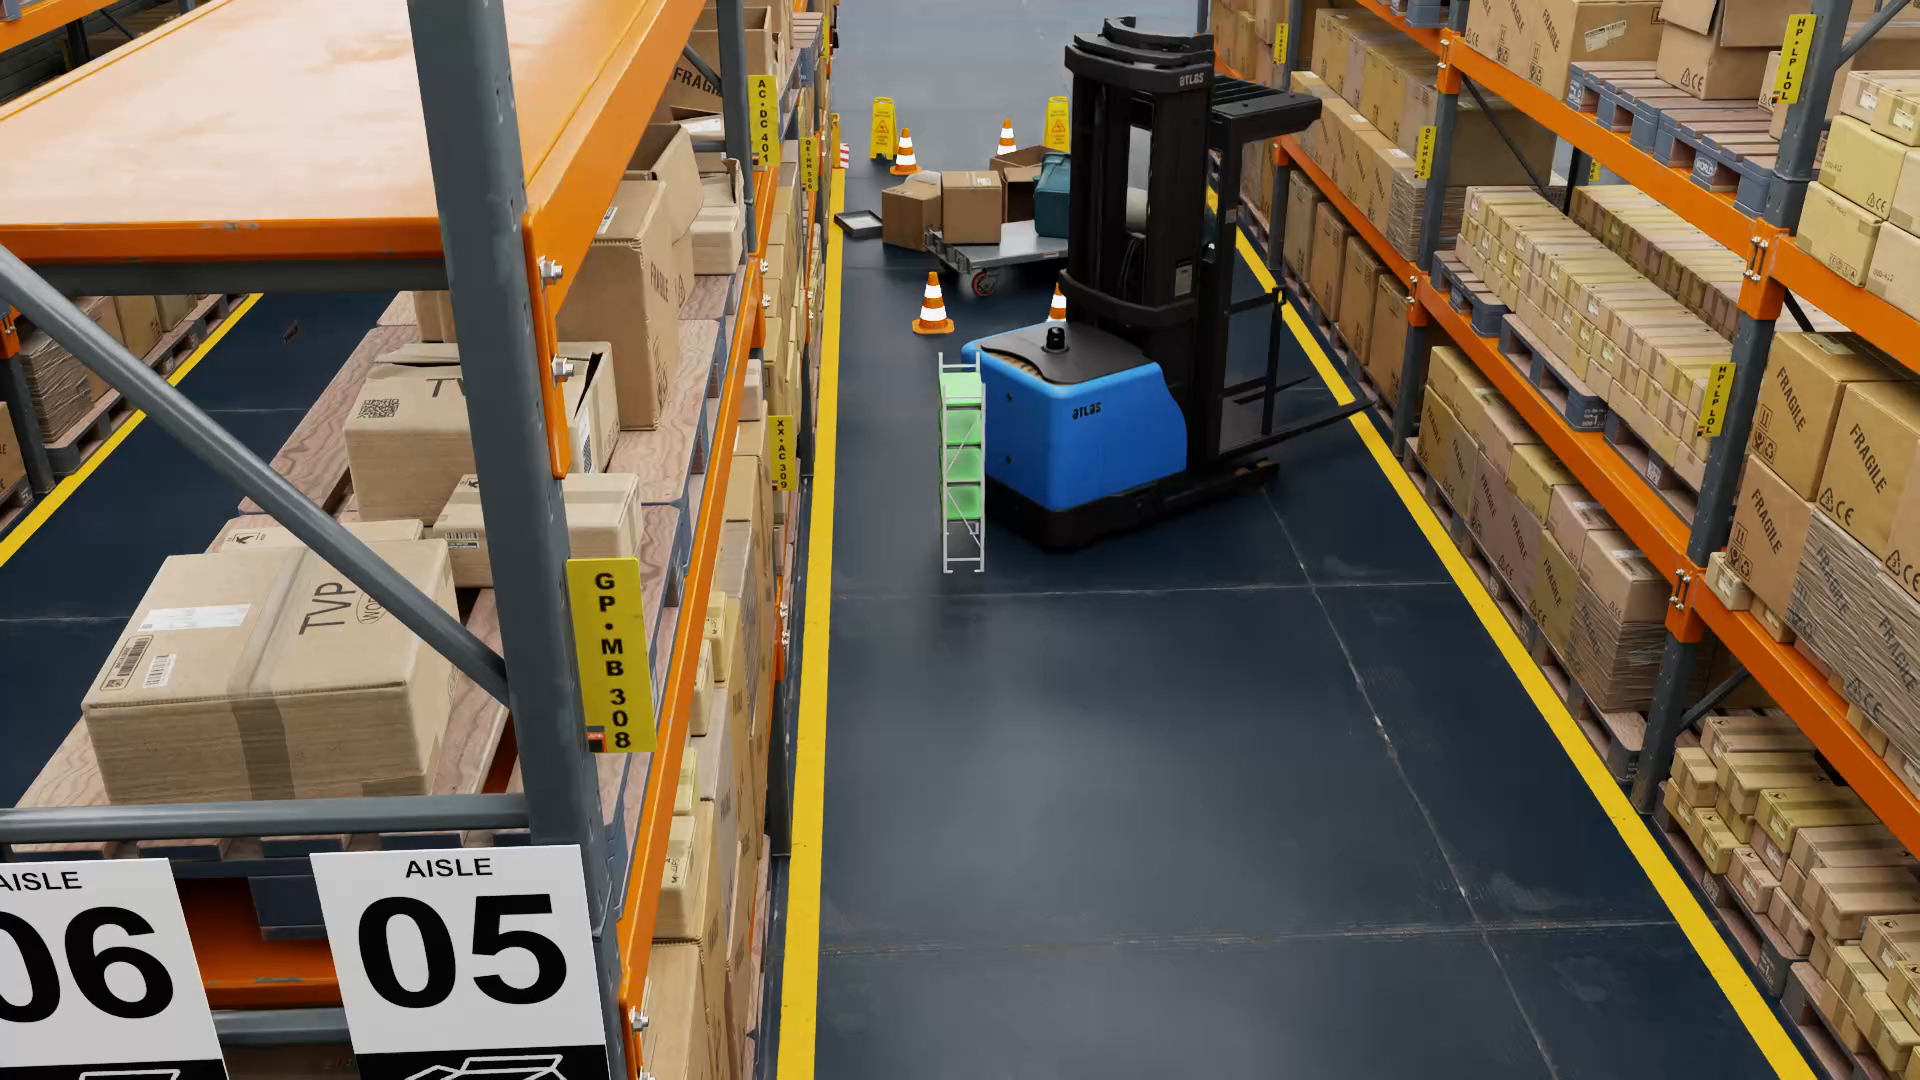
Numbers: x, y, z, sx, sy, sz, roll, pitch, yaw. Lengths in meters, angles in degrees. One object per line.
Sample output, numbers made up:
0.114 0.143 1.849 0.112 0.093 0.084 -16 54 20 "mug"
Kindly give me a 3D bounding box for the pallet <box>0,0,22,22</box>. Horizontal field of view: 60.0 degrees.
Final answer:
-6.555 -3.196 10.094 1.213 0.211 1.003 0 28 0 "pallet"

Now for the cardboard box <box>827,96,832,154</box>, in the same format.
-1.559 -4.149 16.670 0.500 0.500 0.500 0 28 -1 "cardboard box"

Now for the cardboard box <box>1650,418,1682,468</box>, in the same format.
3.440 -0.452 7.691 0.380 0.149 0.250 -1 28 -2 "cardboard box"

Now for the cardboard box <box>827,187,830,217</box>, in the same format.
-1.483 -3.099 15.468 0.500 0.250 0.500 0 28 0 "cardboard box"

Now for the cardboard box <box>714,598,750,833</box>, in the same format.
-0.892 0.512 4.835 0.500 0.500 0.500 -1 28 -2 "cardboard box"

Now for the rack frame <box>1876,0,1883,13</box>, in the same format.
8.214 -3.846 14.381 1.000 3.000 0.127 -1 28 -3 "rack frame"

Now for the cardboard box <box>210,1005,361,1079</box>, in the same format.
-1.275 0.998 3.201 0.380 0.149 0.250 -1 28 -2 "cardboard box"

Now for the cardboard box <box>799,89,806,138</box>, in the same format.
-1.335 -2.821 11.532 0.500 0.500 0.500 -1 28 -2 "cardboard box"

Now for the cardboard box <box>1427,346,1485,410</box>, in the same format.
3.258 -1.012 10.385 0.500 0.250 0.500 -3 28 -5 "cardboard box"

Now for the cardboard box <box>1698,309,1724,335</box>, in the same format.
4.038 -1.084 8.581 0.380 0.149 0.250 -2 28 -4 "cardboard box"

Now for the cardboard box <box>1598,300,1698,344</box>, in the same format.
3.408 -1.076 8.244 0.380 0.149 0.250 -2 28 -4 "cardboard box"

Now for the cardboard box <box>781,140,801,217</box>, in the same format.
-1.186 -2.015 9.680 0.500 0.500 0.500 -2 28 -4 "cardboard box"

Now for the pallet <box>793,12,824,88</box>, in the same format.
-1.387 -2.710 9.163 1.213 0.211 1.003 0 28 0 "pallet"

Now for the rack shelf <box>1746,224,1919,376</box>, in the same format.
3.778 -0.166 4.859 1.077 0.370 4.000 -1 28 -3 "rack shelf"

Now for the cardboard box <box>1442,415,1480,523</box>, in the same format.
3.276 -0.439 10.097 0.500 0.500 0.500 -1 28 -2 "cardboard box"

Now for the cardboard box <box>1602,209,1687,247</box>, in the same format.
3.972 -1.812 9.655 0.380 0.149 0.250 -1 28 -1 "cardboard box"

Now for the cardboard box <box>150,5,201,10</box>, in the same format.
-6.992 -4.682 14.851 0.380 0.149 0.250 -2 28 -3 "cardboard box"

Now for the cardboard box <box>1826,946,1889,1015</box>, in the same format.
3.476 1.639 6.171 0.380 0.149 0.250 -2 28 -3 "cardboard box"

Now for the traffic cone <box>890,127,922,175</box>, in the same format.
-0.581 -4.162 17.730 0.336 0.463 0.334 -1 28 -3 "traffic cone"

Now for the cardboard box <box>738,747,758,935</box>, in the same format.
-0.900 0.963 5.053 0.500 0.500 0.500 0 28 -1 "cardboard box"

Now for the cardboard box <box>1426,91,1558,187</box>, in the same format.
3.451 -2.621 10.843 0.700 0.500 0.500 -2 28 -3 "cardboard box"

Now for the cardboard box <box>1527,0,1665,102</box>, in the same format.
3.293 -2.569 8.580 0.500 0.500 0.500 -1 28 -3 "cardboard box"

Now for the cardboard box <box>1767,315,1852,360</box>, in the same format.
4.070 -0.973 8.046 0.380 0.149 0.250 -2 28 -3 "cardboard box"

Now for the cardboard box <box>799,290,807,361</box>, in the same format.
-1.146 -1.230 9.528 0.500 0.250 0.500 -1 28 -2 "cardboard box"

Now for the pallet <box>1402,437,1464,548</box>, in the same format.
3.504 -0.329 10.652 1.003 0.211 1.213 -1 28 -3 "pallet"

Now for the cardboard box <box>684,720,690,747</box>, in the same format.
-0.880 0.506 4.146 0.380 0.149 0.250 -1 28 -2 "cardboard box"

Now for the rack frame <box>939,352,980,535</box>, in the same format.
-0.004 -0.568 10.042 0.240 1.200 0.015 -1 28 -3 "rack frame"

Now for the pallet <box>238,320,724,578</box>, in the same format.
-1.172 -0.263 4.363 1.003 0.211 1.213 -1 28 -3 "pallet"

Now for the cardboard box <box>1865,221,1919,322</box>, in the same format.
3.469 -0.891 5.633 0.500 0.250 0.500 -2 28 -3 "cardboard box"

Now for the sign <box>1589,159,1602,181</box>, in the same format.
4.006 -2.422 10.483 0.100 0.325 0.005 -1 28 -3 "sign"

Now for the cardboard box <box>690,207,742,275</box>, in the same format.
-0.898 -0.952 5.298 0.380 0.149 0.250 -1 28 -1 "cardboard box"

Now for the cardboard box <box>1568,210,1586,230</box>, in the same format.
3.945 -1.916 10.175 0.380 0.149 0.250 -1 28 -2 "cardboard box"

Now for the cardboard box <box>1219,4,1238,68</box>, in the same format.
3.065 -5.002 16.434 0.875 0.550 0.550 -1 28 -3 "cardboard box"

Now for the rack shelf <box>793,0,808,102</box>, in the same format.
-1.578 -3.694 11.624 1.077 0.370 4.000 -1 28 -3 "rack shelf"

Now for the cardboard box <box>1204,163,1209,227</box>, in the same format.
2.150 -3.358 16.145 0.500 0.500 0.500 3 28 6 "cardboard box"

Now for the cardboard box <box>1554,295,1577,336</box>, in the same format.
3.376 -1.185 8.775 0.380 0.149 0.250 0 28 -1 "cardboard box"

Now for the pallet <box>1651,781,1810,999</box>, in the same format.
3.744 1.467 7.209 1.003 0.211 1.213 -1 28 -3 "pallet"

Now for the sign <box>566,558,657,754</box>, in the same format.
-0.501 0.171 2.403 0.100 0.325 0.005 -1 28 -3 "sign"

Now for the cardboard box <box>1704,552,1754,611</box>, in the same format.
3.361 0.171 6.950 0.380 0.149 0.250 0 28 -1 "cardboard box"

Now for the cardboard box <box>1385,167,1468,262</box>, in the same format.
3.173 -2.172 11.062 0.500 0.500 0.500 -1 28 -3 "cardboard box"

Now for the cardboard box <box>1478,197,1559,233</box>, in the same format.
3.312 -1.922 9.867 0.380 0.149 0.250 -2 28 -4 "cardboard box"

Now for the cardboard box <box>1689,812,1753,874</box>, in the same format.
3.385 1.298 7.147 0.380 0.149 0.250 -1 28 -1 "cardboard box"

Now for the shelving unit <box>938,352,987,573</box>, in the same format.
0.009 -0.456 9.826 0.258 1.200 0.503 -1 28 -3 "shelving unit"

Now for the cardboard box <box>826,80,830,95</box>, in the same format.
-1.503 -4.510 16.660 0.380 0.149 0.250 -1 28 -1 "cardboard box"

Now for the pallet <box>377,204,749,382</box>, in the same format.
-1.233 -0.825 5.441 1.003 0.211 1.213 -1 28 -3 "pallet"

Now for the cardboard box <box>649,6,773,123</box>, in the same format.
-1.021 -1.887 6.819 0.500 0.500 0.500 -2 28 -4 "cardboard box"

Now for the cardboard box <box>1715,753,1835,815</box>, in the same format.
3.439 1.028 7.021 0.380 0.149 0.250 0 28 0 "cardboard box"

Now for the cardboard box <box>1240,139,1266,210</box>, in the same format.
3.242 -3.726 15.993 0.875 0.875 0.875 -1 28 -2 "cardboard box"

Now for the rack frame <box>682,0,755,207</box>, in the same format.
-1.265 -2.573 5.451 1.000 3.000 0.127 -1 28 -3 "rack frame"

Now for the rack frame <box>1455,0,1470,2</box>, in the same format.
3.464 -4.586 9.312 1.000 3.000 0.127 -1 28 -3 "rack frame"

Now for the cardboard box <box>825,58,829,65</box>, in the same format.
-1.499 -4.824 16.527 0.380 0.149 0.250 -1 28 -2 "cardboard box"

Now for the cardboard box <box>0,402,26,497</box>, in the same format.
-6.194 -0.526 10.264 0.500 0.500 0.500 -1 28 -1 "cardboard box"

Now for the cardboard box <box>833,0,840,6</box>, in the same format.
-1.498 -5.376 15.803 0.700 0.500 0.500 -2 28 -3 "cardboard box"

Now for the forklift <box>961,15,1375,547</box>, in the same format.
1.483 -1.780 10.494 3.031 2.935 1.130 -19 33 -31 "forklift"

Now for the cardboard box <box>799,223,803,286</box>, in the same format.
-1.195 -1.697 9.882 0.500 0.250 0.500 -1 28 -3 "cardboard box"

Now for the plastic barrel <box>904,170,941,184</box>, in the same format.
-0.272 -3.395 16.301 0.512 0.421 0.421 19 33 32 "plastic barrel"

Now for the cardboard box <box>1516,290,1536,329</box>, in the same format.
3.346 -1.293 9.304 0.380 0.149 0.250 -1 28 -1 "cardboard box"
